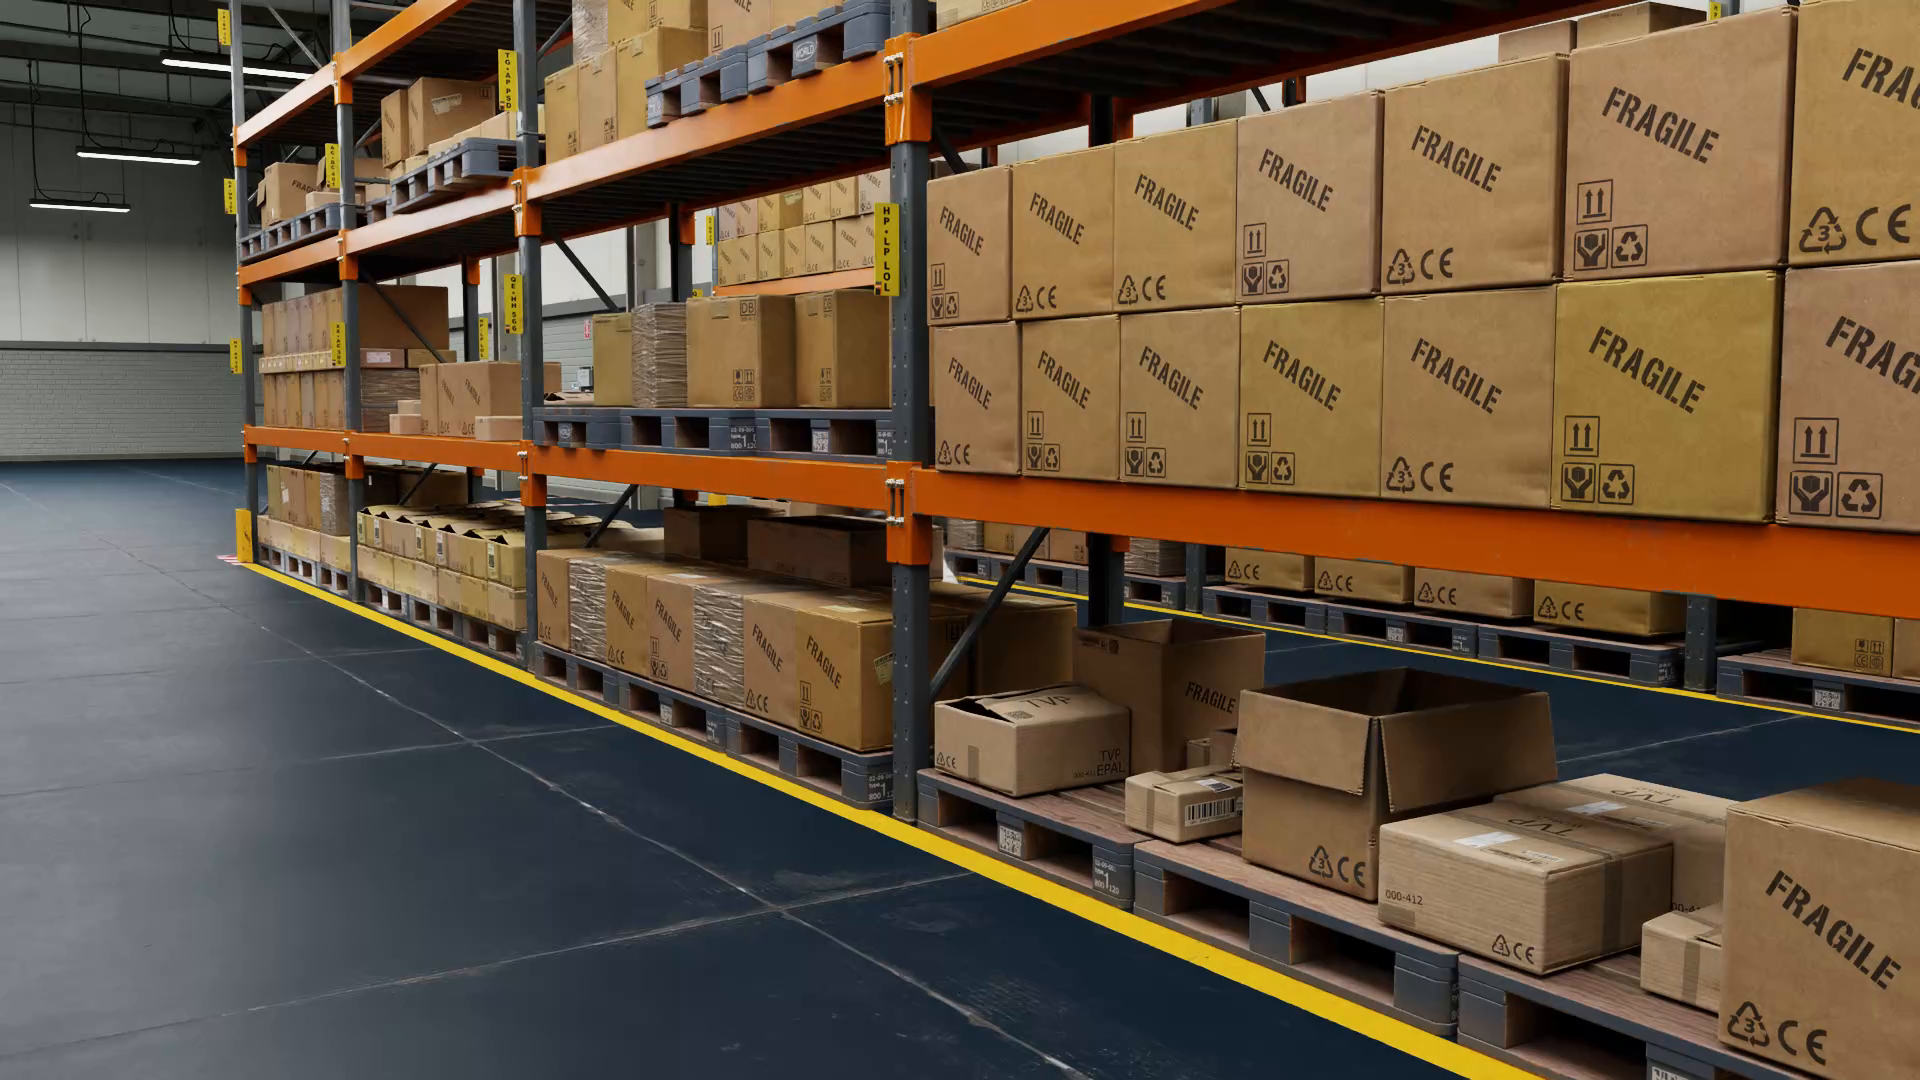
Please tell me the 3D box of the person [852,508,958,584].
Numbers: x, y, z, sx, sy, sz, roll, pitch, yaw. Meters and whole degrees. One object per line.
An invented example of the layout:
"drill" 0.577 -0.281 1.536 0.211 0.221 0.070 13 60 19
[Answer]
"person" -0.336 0.258 9.842 0.499 0.957 0.833 -3 6 -35
